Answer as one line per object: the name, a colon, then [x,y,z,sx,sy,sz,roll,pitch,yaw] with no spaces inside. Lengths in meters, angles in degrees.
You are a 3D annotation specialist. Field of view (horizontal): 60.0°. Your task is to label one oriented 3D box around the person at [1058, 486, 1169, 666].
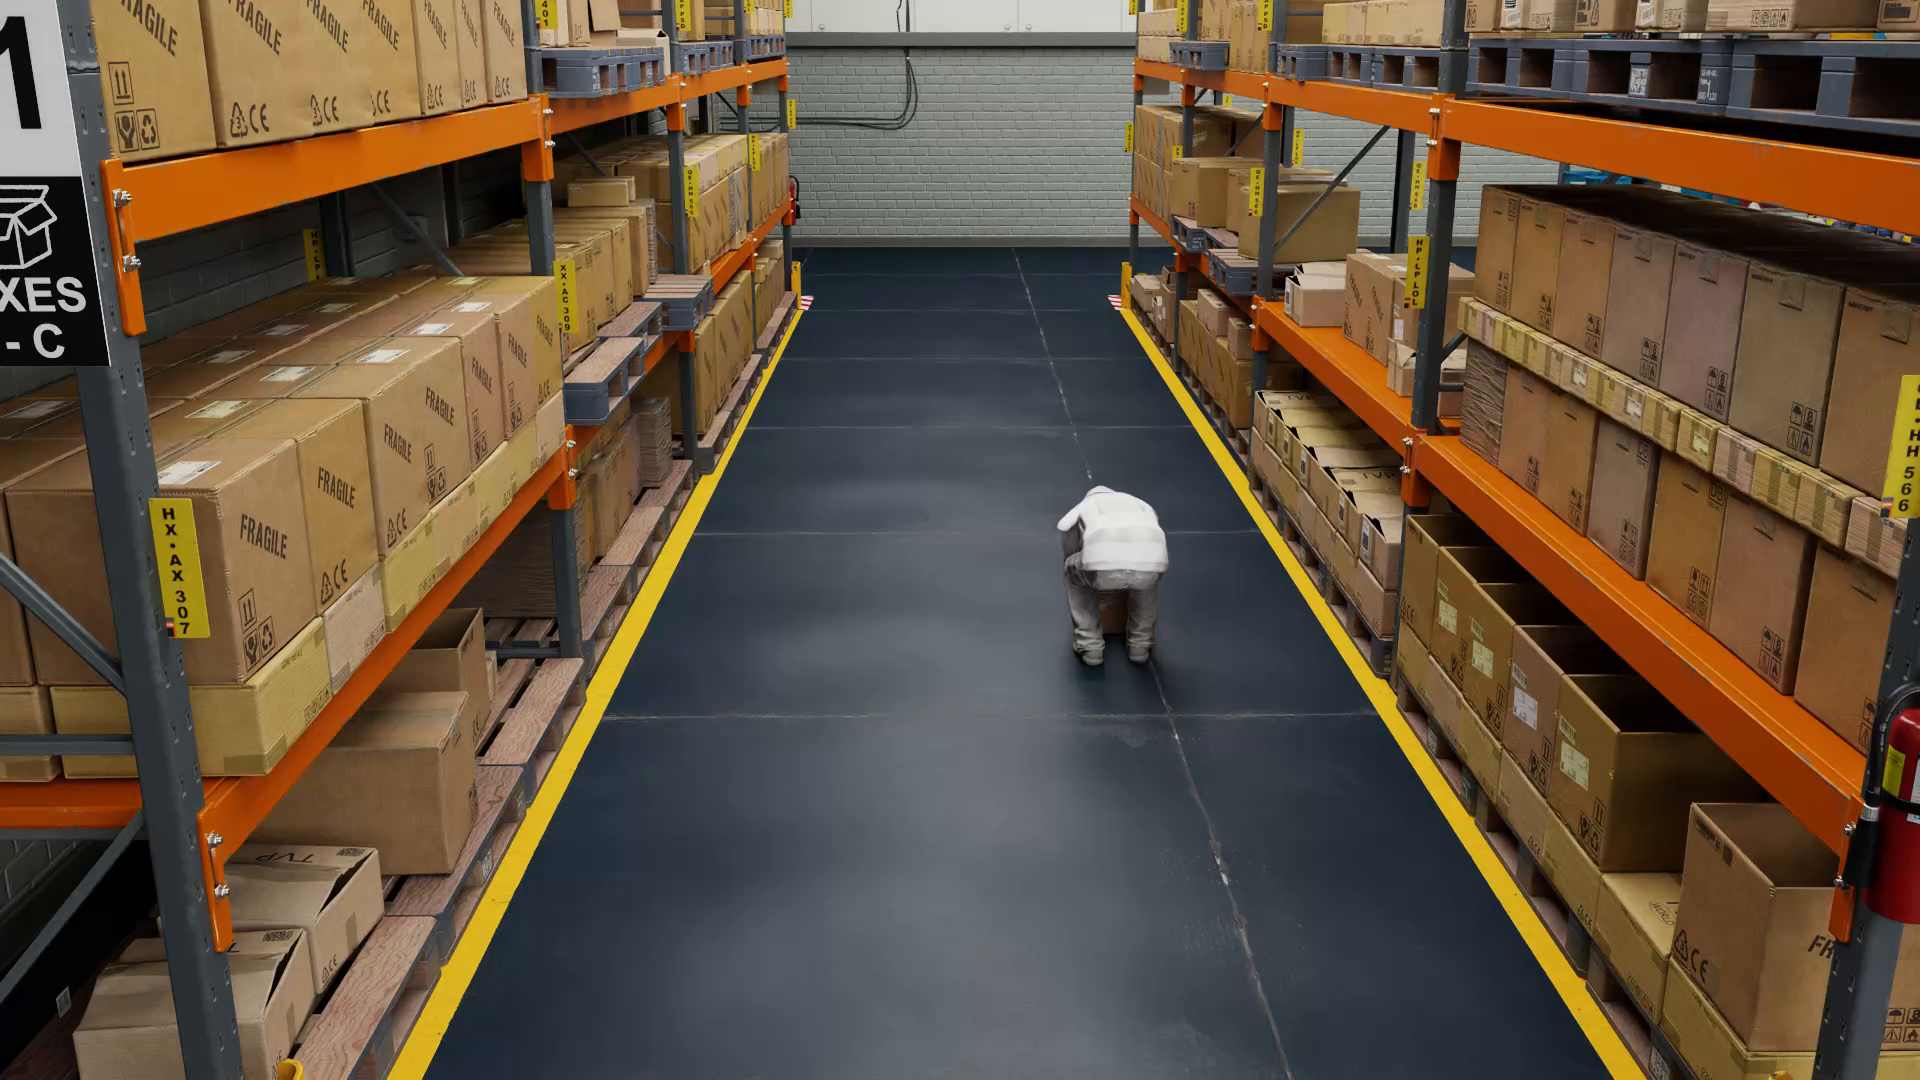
person: [0.780,0.177,8.634,0.537,0.833,0.989,-1,17,-2]
